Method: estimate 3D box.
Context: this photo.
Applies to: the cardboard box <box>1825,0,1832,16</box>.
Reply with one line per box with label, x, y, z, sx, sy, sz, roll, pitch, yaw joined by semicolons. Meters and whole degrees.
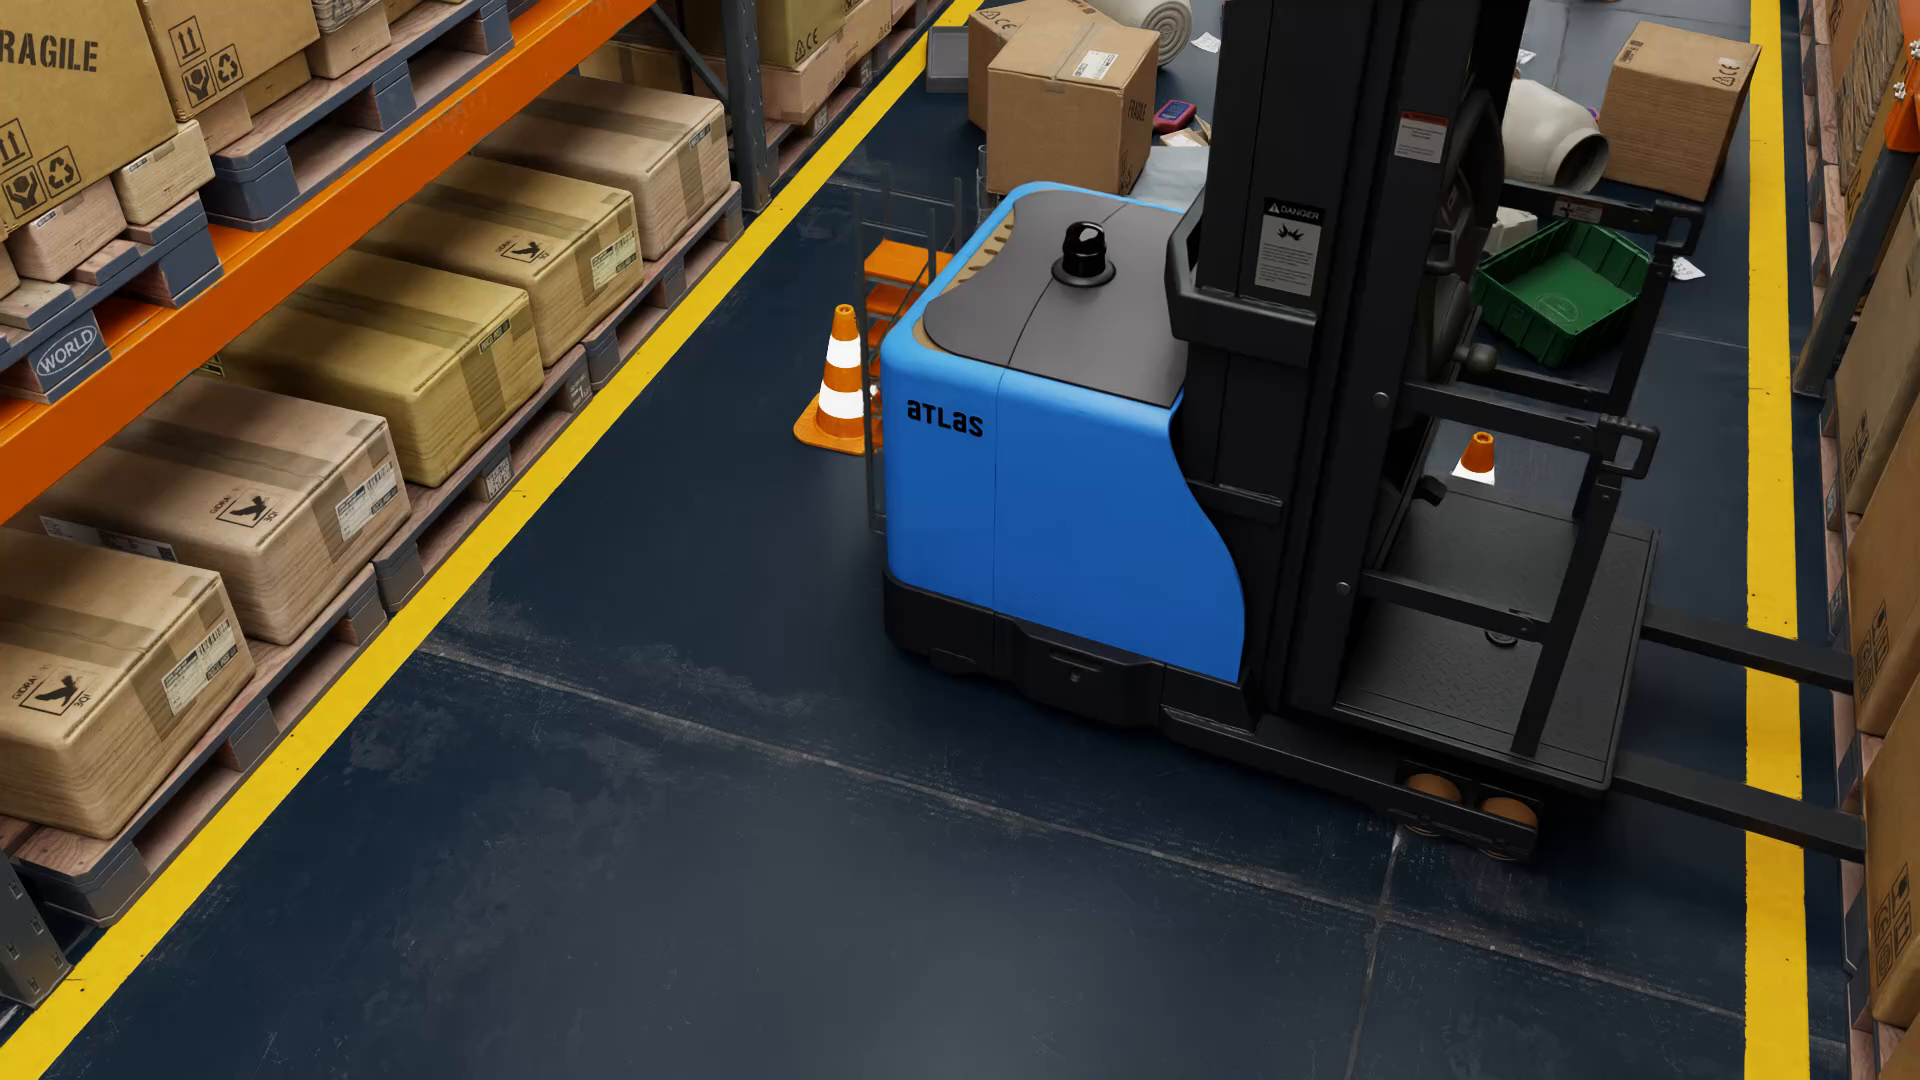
cardboard box;4.614;-2.939;7.698;0.875;0.875;0.875;14;42;15

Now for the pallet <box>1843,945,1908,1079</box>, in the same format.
pallet;2.389;1.460;3.376;1.003;0.211;1.213;13;42;15

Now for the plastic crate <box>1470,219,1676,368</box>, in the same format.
plastic crate;2.245;-0.925;6.146;0.662;0.188;0.450;-29;58;-29

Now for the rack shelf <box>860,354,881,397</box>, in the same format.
rack shelf;-0.142;-0.476;4.951;0.258;0.103;0.180;15;43;17

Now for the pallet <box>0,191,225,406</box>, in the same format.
pallet;-2.494;-0.559;3.742;1.213;0.211;1.003;13;42;15

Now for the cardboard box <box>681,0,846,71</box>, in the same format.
cardboard box;-0.814;-2.312;6.867;0.500;0.500;0.500;15;43;17

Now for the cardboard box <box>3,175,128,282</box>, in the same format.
cardboard box;-2.087;-0.717;3.649;0.380;0.149;0.250;11;42;12

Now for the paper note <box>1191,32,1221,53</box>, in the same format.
paper note;1.214;-2.416;8.067;0.148;0.019;0.142;29;48;29

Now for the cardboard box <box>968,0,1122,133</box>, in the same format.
cardboard box;0.375;-2.015;7.225;0.500;0.500;0.500;-21;45;-22

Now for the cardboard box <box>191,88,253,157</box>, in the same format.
cardboard box;-1.964;-1.044;4.033;0.380;0.149;0.250;16;43;18

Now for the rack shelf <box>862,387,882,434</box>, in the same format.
rack shelf;-0.142;-0.384;5.029;0.258;0.103;0.180;15;43;17

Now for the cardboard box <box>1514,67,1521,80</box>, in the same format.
cardboard box;2.273;-1.994;7.382;0.396;0.266;0.258;21;45;22

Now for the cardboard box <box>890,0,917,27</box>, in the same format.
cardboard box;-0.463;-2.679;7.874;0.500;0.250;0.500;13;42;15

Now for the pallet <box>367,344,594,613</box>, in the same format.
pallet;-1.950;-0.331;5.475;1.003;0.211;1.213;13;42;15

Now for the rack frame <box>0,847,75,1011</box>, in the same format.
rack frame;-2.638;-0.174;3.143;1.000;3.000;0.127;13;42;15

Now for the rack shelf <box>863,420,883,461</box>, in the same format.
rack shelf;-0.142;-0.293;5.107;0.258;0.103;0.180;15;43;17

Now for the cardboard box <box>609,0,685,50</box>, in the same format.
cardboard box;-1.320;-2.433;7.008;0.500;0.500;0.500;13;42;14

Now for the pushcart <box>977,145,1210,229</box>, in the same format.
pushcart;0.890;-1.140;6.296;1.648;0.377;0.936;0;40;0

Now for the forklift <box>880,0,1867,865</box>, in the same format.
forklift;1.344;-0.686;3.796;3.031;2.935;1.130;16;43;18

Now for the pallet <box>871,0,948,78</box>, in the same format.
pallet;-0.658;-2.717;8.272;1.003;0.211;1.213;13;42;15

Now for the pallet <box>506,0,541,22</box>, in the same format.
pallet;-1.668;-2.107;5.556;1.003;0.211;1.213;13;42;15

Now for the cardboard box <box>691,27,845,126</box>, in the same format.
cardboard box;-0.814;-2.027;7.110;0.500;0.250;0.500;11;42;13

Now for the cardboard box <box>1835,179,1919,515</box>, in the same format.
cardboard box;3.289;-0.482;4.914;1.050;0.750;0.750;13;42;15

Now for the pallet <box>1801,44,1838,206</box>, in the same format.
pallet;4.166;-1.709;7.090;1.003;0.211;1.213;13;42;15

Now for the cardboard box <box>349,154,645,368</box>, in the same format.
cardboard box;-1.689;-1.014;5.828;0.950;0.372;0.625;16;43;18

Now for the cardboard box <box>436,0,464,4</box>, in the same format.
cardboard box;-1.549;-1.684;4.782;0.380;0.149;0.250;13;42;15

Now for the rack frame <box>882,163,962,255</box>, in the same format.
rack frame;-0.106;-0.564;4.987;0.240;1.200;0.006;15;43;17

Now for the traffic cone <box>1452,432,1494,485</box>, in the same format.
traffic cone;1.539;-0.129;5.044;0.336;0.463;0.334;13;42;15

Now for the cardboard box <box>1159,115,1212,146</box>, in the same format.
cardboard box;1.026;-1.594;6.914;0.258;0.266;0.396;-13;42;-15

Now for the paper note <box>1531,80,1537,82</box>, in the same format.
paper note;2.632;-2.116;7.722;0.123;0.001;0.032;-29;48;-29

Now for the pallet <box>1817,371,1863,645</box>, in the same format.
pallet;3.223;-0.028;5.121;1.003;0.211;1.213;13;42;15

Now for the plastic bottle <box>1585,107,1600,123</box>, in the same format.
plastic bottle;2.695;-1.873;7.398;0.283;0.061;0.133;0;40;0

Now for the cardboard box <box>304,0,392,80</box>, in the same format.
cardboard box;-1.753;-1.370;4.415;0.380;0.149;0.250;15;43;16

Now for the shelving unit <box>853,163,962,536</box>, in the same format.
shelving unit;-0.142;-0.509;4.923;0.258;1.200;0.189;15;43;17

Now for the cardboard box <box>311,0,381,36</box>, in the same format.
cardboard box;-1.741;-1.656;4.250;0.500;0.500;0.500;12;42;13

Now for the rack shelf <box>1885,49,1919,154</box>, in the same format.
rack shelf;2.733;-0.083;3.591;1.077;0.370;4.000;13;42;15

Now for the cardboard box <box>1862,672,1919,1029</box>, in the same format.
cardboard box;2.637;0.674;3.559;1.050;0.750;0.750;14;42;16

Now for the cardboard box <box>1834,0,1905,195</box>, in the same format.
cardboard box;4.002;-1.847;6.417;0.875;0.875;0.875;14;42;15

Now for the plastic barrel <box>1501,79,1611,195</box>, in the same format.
plastic barrel;2.363;-1.629;6.833;0.421;0.421;0.512;-21;45;-22

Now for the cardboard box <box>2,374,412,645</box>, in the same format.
cardboard box;-2.190;-0.128;4.790;0.950;0.372;0.625;13;42;14

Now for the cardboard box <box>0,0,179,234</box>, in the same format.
cardboard box;-2.095;-1.027;3.513;0.500;0.500;0.500;15;43;17
